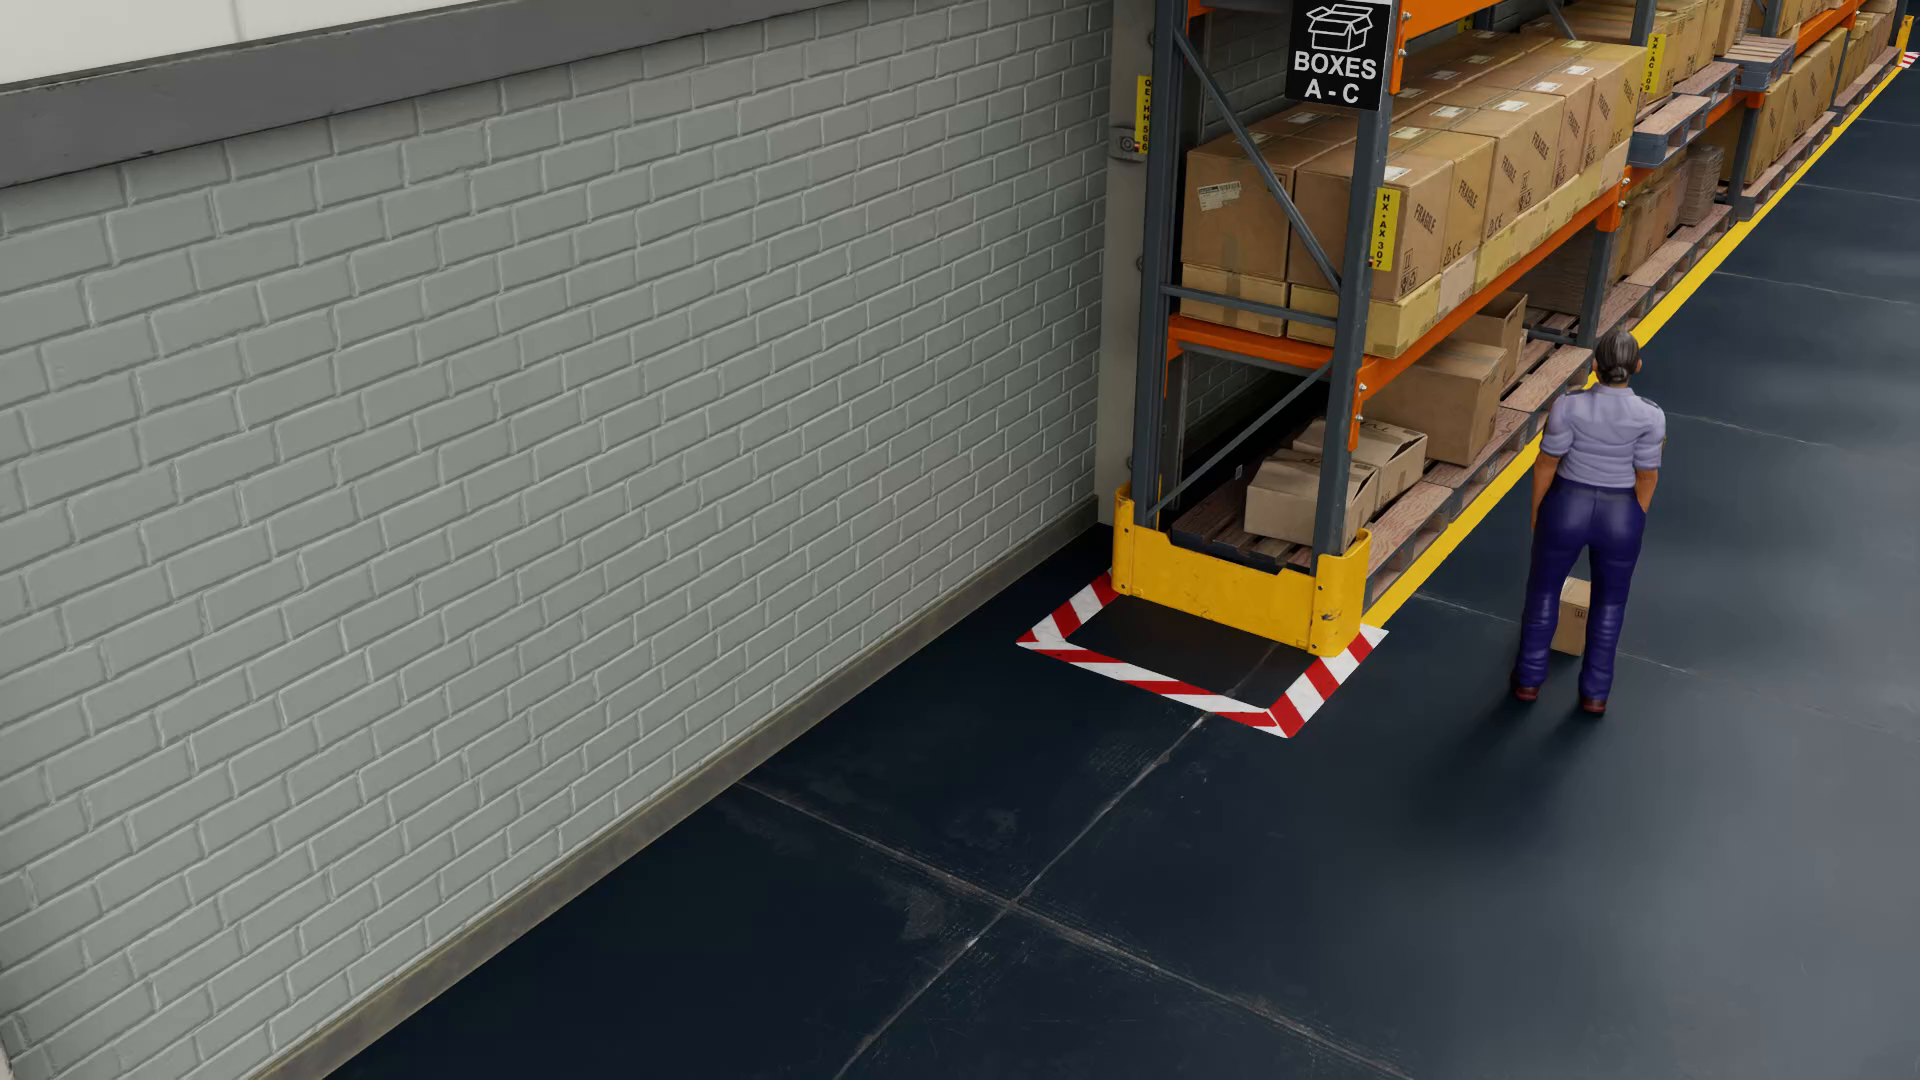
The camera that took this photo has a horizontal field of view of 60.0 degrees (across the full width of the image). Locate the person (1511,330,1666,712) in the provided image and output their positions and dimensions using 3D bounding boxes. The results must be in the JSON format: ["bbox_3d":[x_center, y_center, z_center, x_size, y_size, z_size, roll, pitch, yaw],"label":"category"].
[{"bbox_3d":[2.559,-0.076,6.807,0.468,1.660,0.330,9,29,18],"label":"person"}]
